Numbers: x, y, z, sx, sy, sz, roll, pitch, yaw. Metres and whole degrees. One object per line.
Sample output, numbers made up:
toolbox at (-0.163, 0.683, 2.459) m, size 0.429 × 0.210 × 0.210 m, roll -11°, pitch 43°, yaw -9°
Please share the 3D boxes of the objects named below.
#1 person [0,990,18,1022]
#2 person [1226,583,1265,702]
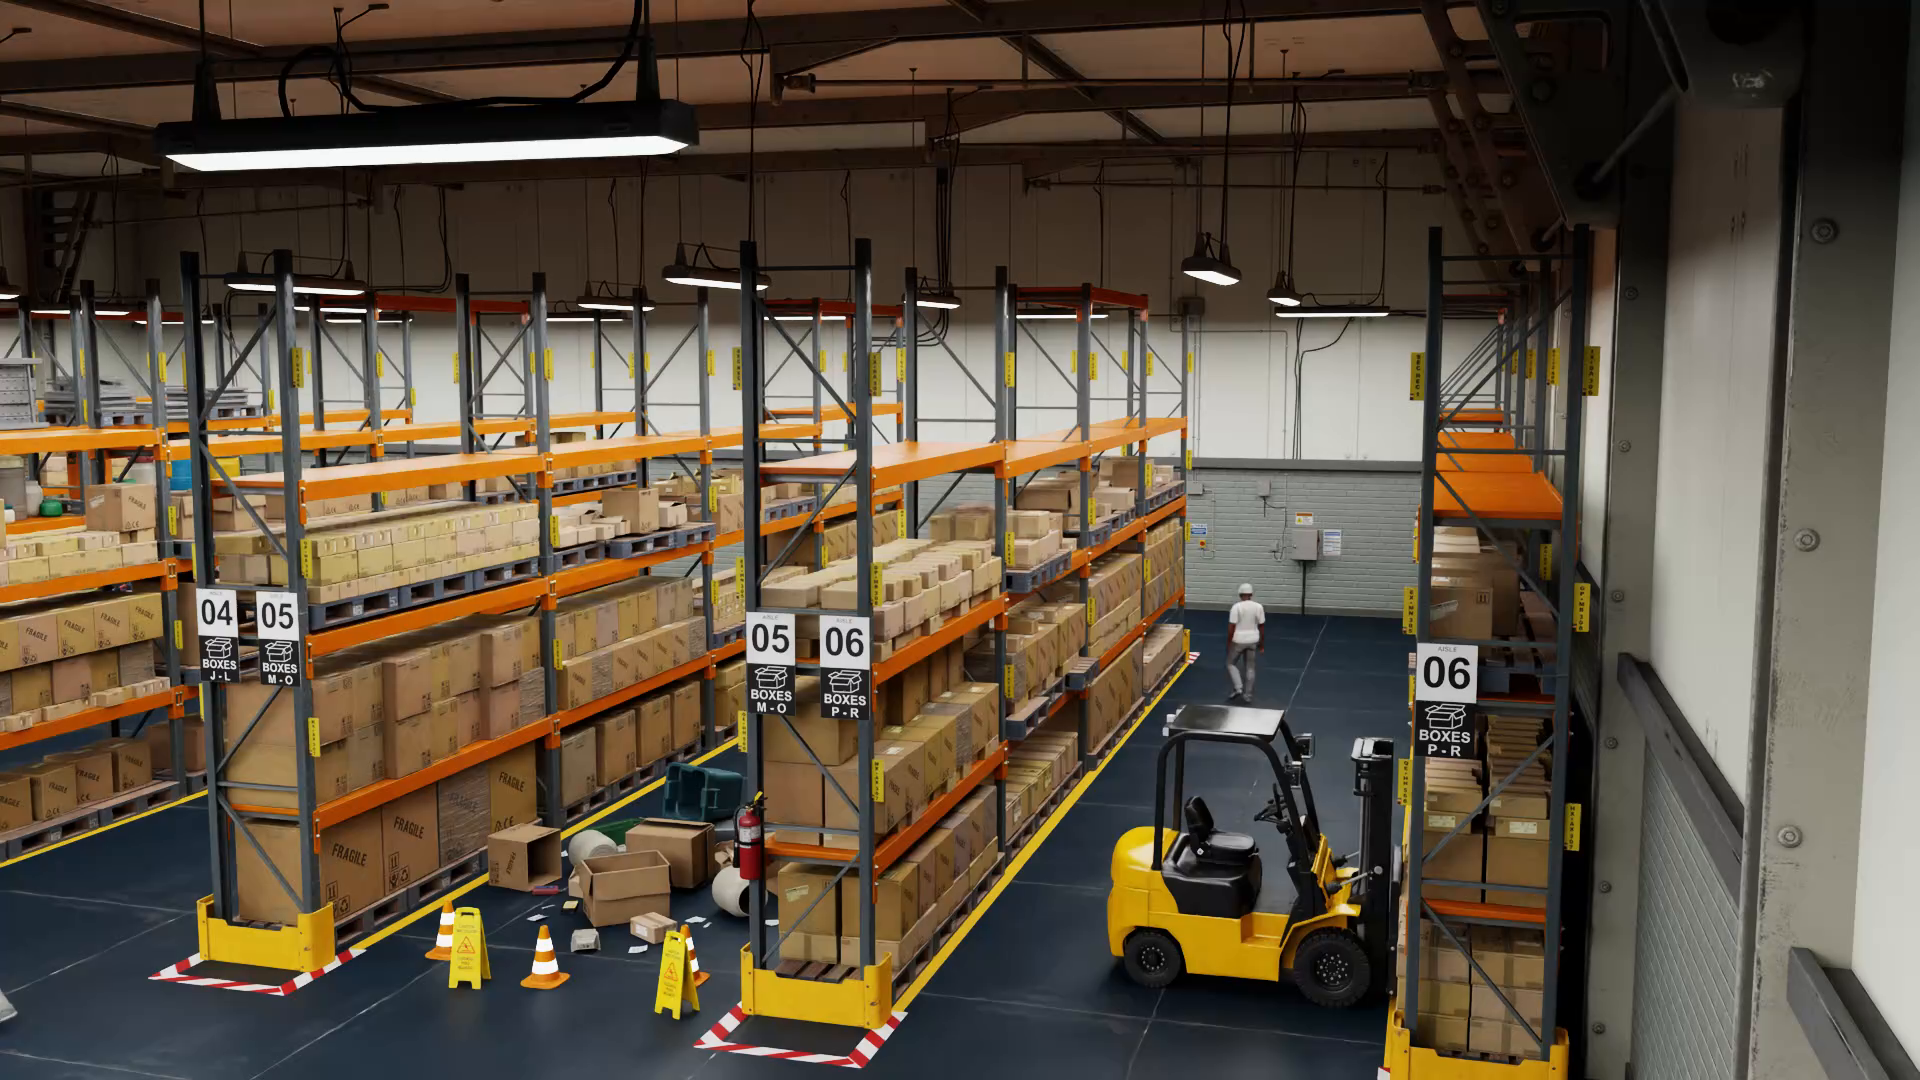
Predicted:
person at (-7.699, 2.922, 12.591) m, size 0.848 × 1.722 × 0.570 m, roll 0°, pitch 6°, yaw 4°
person at (4.246, 1.525, 24.713) m, size 0.612 × 1.767 × 0.462 m, roll -1°, pitch 7°, yaw -13°
